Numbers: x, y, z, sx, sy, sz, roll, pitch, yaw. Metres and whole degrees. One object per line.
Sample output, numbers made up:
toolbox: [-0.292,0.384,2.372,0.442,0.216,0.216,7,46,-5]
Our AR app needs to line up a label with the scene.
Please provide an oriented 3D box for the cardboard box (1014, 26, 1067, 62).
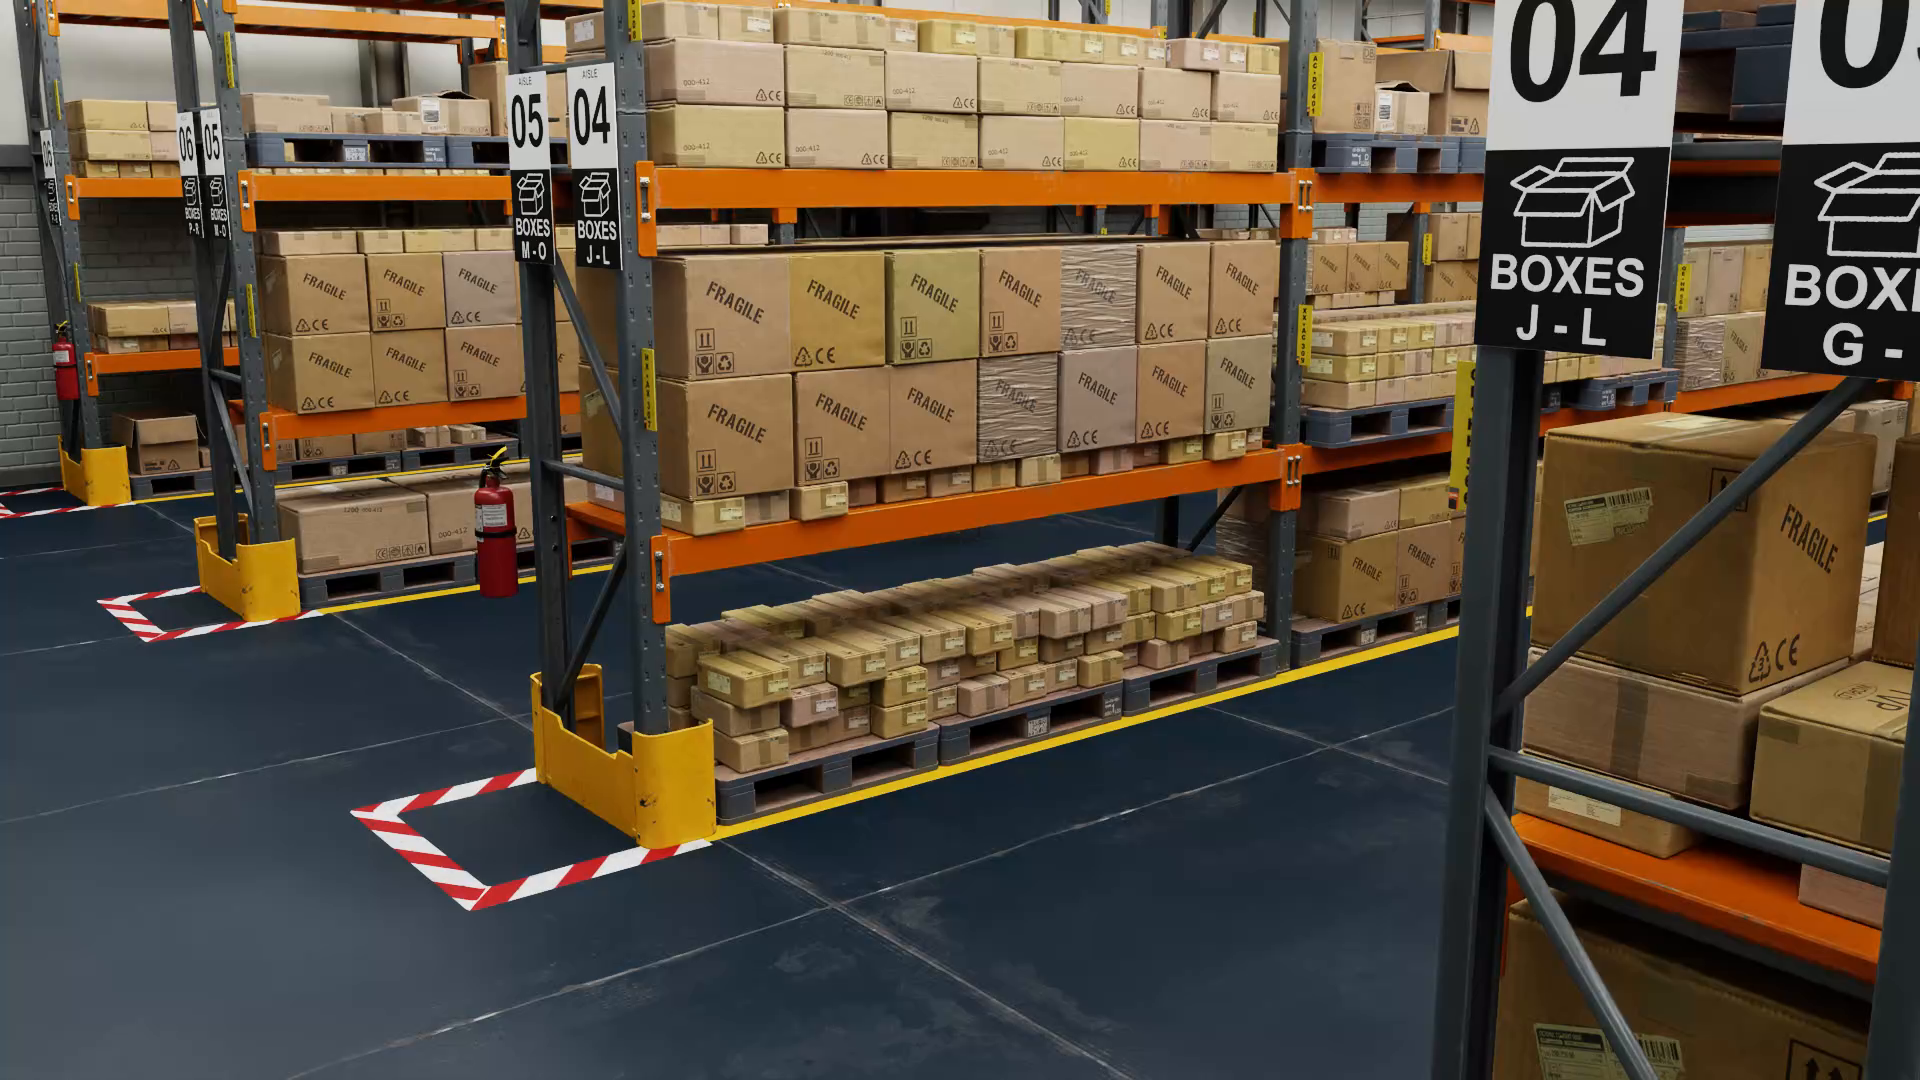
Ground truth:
cardboard box: [0.286,-2.325,7.833,0.250,0.149,0.380,-10,15,-39]

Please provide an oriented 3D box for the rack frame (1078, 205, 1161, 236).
rack frame: [1.491,-2.094,15.767,0.127,3.000,1.000,-9,15,-38]

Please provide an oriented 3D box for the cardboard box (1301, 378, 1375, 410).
cardboard box: [2.133,-0.844,9.475,0.250,0.149,0.380,-10,16,-40]

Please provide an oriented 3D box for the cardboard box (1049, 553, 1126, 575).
cardboard box: [0.721,0.191,9.426,0.250,0.149,0.380,-10,15,-38]

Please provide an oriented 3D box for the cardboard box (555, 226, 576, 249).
cardboard box: [-2.895,-2.148,11.815,0.250,0.149,0.380,-9,15,-38]

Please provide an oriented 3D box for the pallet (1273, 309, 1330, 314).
pallet: [3.011,-2.263,17.028,1.213,0.211,1.003,-9,15,-38]

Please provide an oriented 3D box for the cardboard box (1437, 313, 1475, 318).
cardboard box: [3.142,-1.303,10.204,0.250,0.149,0.380,-9,15,-36]

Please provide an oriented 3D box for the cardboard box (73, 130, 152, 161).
cardboard box: [-7.343,-3.413,14.403,0.500,0.250,0.500,-10,15,-38]

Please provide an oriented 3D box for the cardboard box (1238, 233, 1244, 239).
cardboard box: [3.750,-4.220,23.262,0.250,0.149,0.380,-9,15,-36]

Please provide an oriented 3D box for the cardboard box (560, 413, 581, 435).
cardboard box: [-4.218,-1.388,17.451,0.500,0.500,0.500,-9,15,-35]

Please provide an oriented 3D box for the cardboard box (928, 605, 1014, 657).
cardboard box: [0.052,0.445,8.229,0.250,0.149,0.380,-9,15,-37]

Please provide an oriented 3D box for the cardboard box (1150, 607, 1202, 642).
cardboard box: [1.089,0.426,9.037,0.250,0.149,0.380,-10,16,-40]

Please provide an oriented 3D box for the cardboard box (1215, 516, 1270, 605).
cardboard box: [1.959,0.096,10.464,0.500,0.500,0.500,-10,15,-39]

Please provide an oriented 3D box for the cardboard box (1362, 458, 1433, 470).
cardboard box: [2.776,-0.407,11.027,0.500,0.250,0.500,-10,16,-40]

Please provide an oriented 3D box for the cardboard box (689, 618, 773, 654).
cardboard box: [-1.098,0.499,7.976,0.250,0.149,0.380,-9,15,-37]

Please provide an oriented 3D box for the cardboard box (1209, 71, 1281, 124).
cardboard box: [1.337,-2.322,8.779,0.500,0.250,0.500,-10,16,-40]

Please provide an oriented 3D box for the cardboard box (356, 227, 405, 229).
cardboard box: [-4.046,-2.100,11.587,0.250,0.149,0.380,-9,15,-36]

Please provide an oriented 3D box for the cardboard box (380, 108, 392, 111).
cardboard box: [-5.371,-3.991,15.924,0.500,0.250,0.500,-10,15,-39]

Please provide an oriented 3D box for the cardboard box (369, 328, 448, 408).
cardboard box: [-3.824,-1.190,11.272,0.500,0.500,0.500,-10,15,-38]

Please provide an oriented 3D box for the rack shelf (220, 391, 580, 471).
rack shelf: [-3.194,-0.963,12.175,4.000,0.370,1.077,-9,15,-38]

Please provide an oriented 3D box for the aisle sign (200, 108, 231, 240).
aisle sign: [-4.631,-2.271,10.342,0.004,0.787,0.394,-9,15,-38]

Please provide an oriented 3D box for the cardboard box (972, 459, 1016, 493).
cardboard box: [0.059,-0.342,8.125,0.250,0.149,0.380,-9,15,-36]

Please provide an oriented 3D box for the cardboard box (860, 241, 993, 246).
cardboard box: [-0.176,-1.253,8.443,0.500,0.500,0.500,-10,16,-40]

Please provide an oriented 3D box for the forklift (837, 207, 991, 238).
forklift: [-0.383,-2.189,16.382,3.031,2.935,1.130,-9,15,-38]

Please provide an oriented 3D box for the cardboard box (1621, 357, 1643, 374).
cardboard box: [4.369,-1.216,11.227,0.250,0.149,0.380,-9,15,-38]

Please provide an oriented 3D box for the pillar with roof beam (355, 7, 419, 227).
pillar with roof beam: [-3.154,-4.671,13.463,0.400,9.000,9.100,-9,15,-38]

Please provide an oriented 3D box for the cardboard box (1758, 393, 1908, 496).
cardboard box: [7.357,-0.833,14.234,0.750,0.750,1.050,-10,15,-38]

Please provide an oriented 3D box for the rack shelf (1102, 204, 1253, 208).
rack shelf: [3.072,-4.792,22.985,4.000,0.370,1.077,-9,15,-38]

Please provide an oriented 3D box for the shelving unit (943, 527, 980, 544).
shelving unit: [0.011,-0.589,13.013,0.189,1.200,0.258,-9,15,-38]

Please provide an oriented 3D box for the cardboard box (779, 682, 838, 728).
cardboard box: [-0.766,0.725,7.629,0.250,0.149,0.380,-10,15,-38]

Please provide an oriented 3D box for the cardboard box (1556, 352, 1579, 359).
cardboard box: [3.758,-1.260,10.719,0.250,0.149,0.380,-10,15,-38]

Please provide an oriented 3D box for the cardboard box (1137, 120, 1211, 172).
cardboard box: [0.927,-2.008,8.505,0.500,0.250,0.500,-9,15,-38]

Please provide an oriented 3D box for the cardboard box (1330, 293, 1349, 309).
cardboard box: [3.792,-2.479,17.177,0.250,0.149,0.380,-9,15,-37]

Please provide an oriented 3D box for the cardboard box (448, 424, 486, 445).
cardboard box: [-4.988,-1.070,16.799,0.250,0.149,0.380,-10,16,-39]

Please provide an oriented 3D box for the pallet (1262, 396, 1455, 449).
pallet: [2.226,-0.767,9.979,1.213,0.211,1.003,-9,15,-38]

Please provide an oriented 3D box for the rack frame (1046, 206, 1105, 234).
rack frame: [1.510,-3.417,22.000,0.127,3.000,1.000,-9,15,-38]

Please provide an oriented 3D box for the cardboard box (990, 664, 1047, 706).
cardboard box: [0.224,0.704,8.442,0.250,0.149,0.380,-9,15,-38]

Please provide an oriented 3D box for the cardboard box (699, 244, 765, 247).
cardboard box: [-1.829,-2.007,12.709,0.500,0.500,0.500,-10,15,-38]

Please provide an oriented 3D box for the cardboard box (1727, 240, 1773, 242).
cardboard box: [6.606,-2.163,13.445,0.500,0.500,0.700,-9,15,-37]

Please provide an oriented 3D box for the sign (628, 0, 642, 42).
sign: [-1.246,-2.073,6.342,0.005,0.325,0.100,-9,15,-38]

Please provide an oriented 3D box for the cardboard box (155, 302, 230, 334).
cardboard box: [-6.944,-2.013,15.032,0.500,0.250,0.500,-9,15,-37]

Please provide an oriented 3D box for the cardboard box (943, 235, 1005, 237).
cardboard box: [0.158,-2.477,14.923,0.500,0.500,0.500,-9,15,-36]

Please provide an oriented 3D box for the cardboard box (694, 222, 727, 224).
cardboard box: [-2.041,-2.431,13.146,0.250,0.149,0.380,-10,15,-38]

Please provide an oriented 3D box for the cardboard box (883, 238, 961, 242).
cardboard box: [-0.336,-2.258,13.894,0.500,0.500,0.500,-10,16,-39]

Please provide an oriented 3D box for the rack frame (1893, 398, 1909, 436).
rack frame: [7.785,-1.823,14.492,0.127,3.000,1.000,-9,15,-38]

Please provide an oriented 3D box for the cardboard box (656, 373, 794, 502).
cardboard box: [-1.062,-0.474,7.181,0.500,0.500,0.500,-9,15,-35]

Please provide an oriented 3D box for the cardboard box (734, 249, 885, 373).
cardboard box: [-0.678,-1.031,7.398,0.500,0.500,0.500,-9,15,-36]

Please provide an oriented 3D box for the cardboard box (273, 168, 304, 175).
cardboard box: [-6.208,-3.391,15.261,0.250,0.149,0.380,-9,15,-38]

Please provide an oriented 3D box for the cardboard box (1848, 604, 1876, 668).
cardboard box: [2.044,0.308,4.101,0.500,0.250,0.500,-10,15,-39]

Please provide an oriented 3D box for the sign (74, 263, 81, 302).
sign: [-7.521,-2.196,14.163,0.005,0.325,0.100,-9,15,-38]

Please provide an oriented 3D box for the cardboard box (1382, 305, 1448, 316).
cardboard box: [2.958,-1.446,10.880,0.250,0.149,0.380,-10,15,-38]
